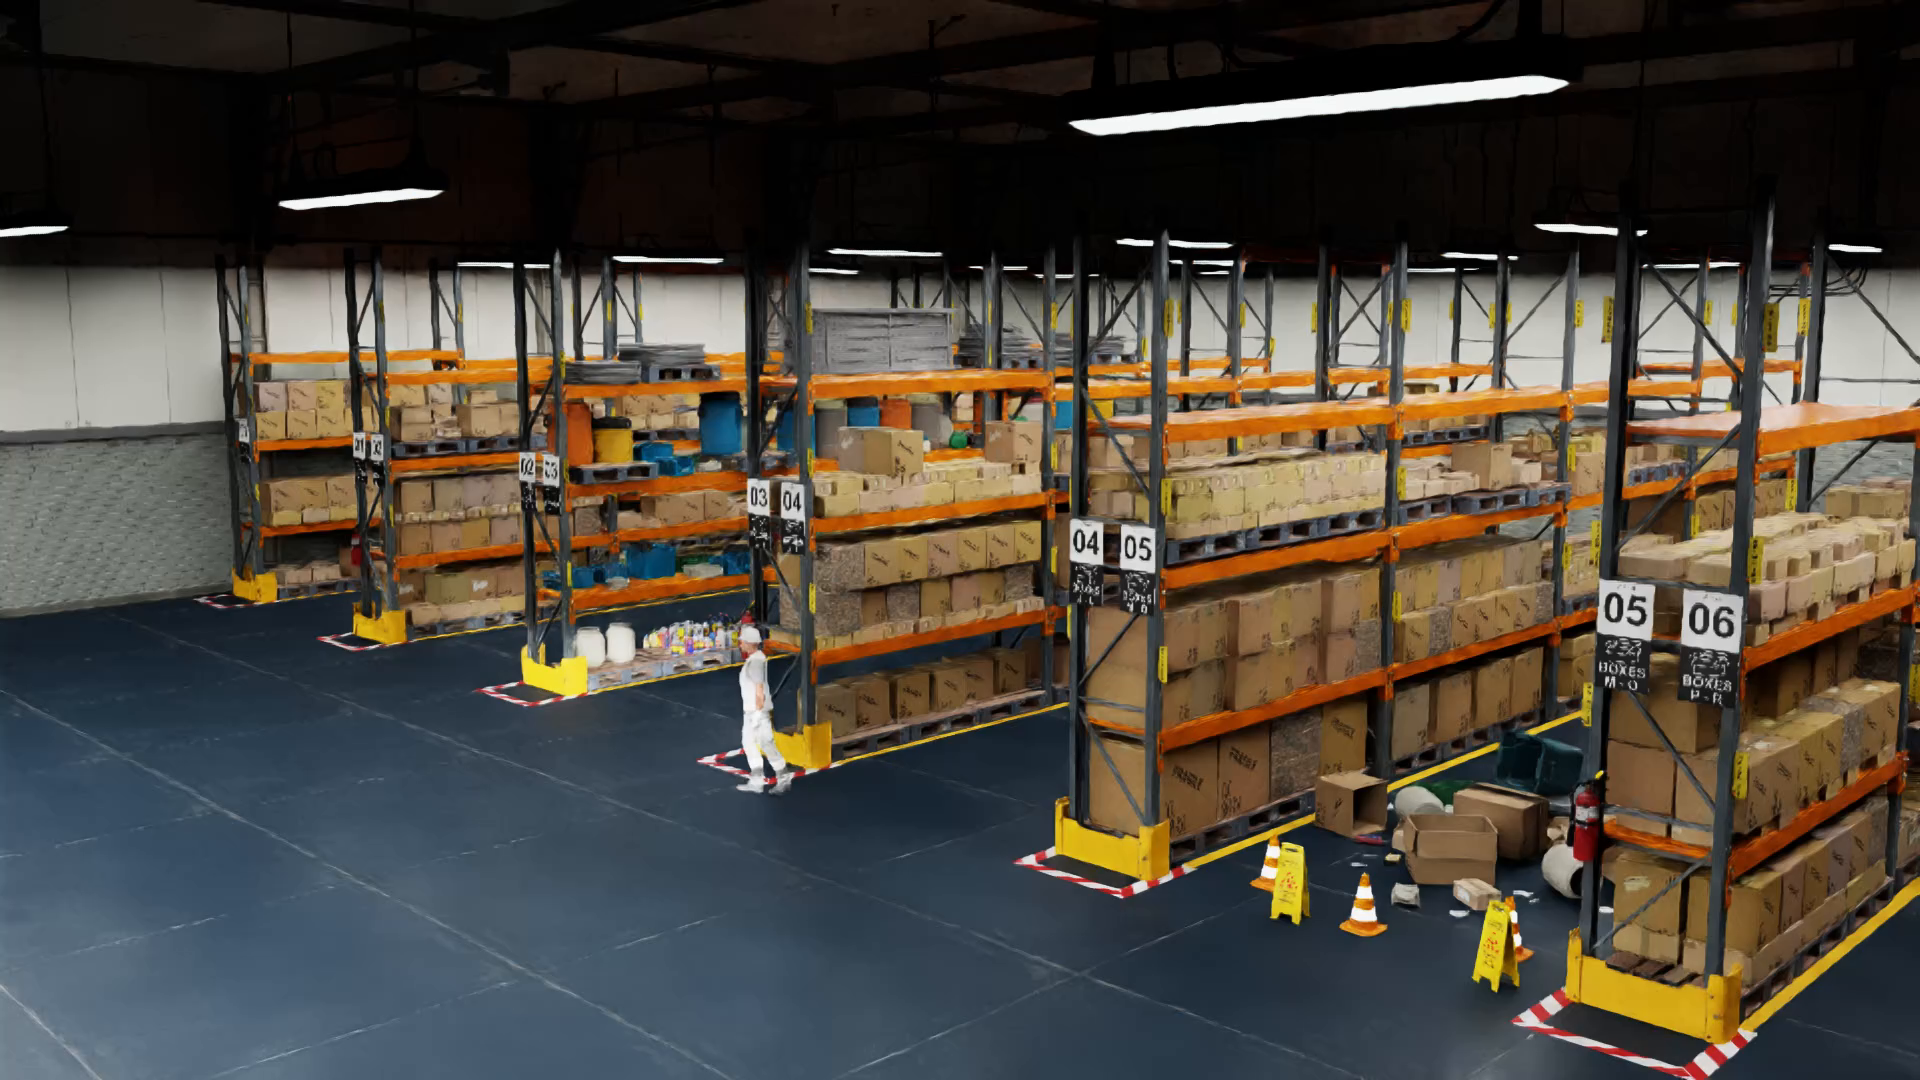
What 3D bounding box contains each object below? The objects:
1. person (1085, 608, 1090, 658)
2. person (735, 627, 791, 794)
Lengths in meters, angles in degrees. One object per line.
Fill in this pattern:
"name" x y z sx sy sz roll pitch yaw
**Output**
"person" 1.670 1.544 20.251 1.036 1.517 0.417 -7 11 -42
"person" -2.096 1.806 17.638 0.574 1.775 0.576 -1 8 -9
